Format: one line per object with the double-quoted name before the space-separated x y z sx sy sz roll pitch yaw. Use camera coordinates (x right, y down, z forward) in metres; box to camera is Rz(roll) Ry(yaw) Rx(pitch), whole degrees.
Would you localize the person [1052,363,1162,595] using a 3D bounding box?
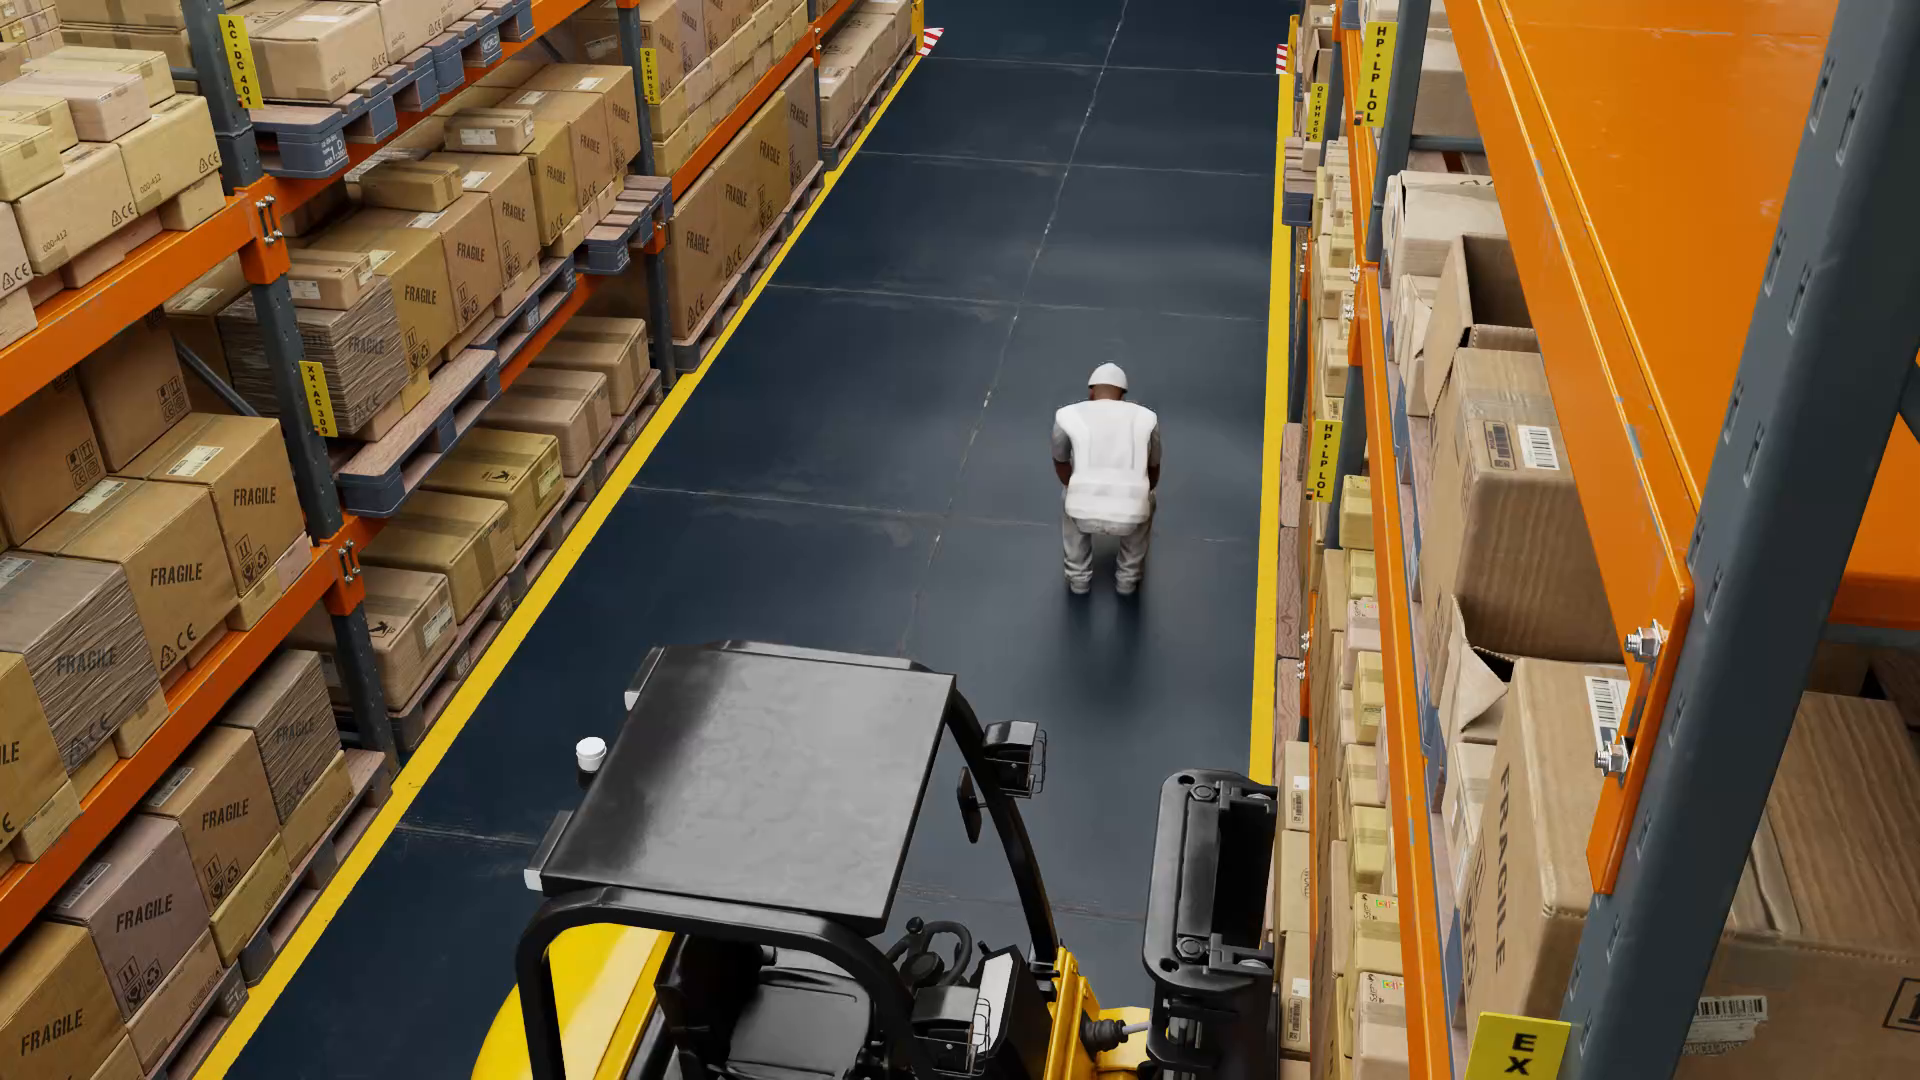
"person" 0.747 -0.283 8.724 0.581 1.090 0.878 5 32 8
